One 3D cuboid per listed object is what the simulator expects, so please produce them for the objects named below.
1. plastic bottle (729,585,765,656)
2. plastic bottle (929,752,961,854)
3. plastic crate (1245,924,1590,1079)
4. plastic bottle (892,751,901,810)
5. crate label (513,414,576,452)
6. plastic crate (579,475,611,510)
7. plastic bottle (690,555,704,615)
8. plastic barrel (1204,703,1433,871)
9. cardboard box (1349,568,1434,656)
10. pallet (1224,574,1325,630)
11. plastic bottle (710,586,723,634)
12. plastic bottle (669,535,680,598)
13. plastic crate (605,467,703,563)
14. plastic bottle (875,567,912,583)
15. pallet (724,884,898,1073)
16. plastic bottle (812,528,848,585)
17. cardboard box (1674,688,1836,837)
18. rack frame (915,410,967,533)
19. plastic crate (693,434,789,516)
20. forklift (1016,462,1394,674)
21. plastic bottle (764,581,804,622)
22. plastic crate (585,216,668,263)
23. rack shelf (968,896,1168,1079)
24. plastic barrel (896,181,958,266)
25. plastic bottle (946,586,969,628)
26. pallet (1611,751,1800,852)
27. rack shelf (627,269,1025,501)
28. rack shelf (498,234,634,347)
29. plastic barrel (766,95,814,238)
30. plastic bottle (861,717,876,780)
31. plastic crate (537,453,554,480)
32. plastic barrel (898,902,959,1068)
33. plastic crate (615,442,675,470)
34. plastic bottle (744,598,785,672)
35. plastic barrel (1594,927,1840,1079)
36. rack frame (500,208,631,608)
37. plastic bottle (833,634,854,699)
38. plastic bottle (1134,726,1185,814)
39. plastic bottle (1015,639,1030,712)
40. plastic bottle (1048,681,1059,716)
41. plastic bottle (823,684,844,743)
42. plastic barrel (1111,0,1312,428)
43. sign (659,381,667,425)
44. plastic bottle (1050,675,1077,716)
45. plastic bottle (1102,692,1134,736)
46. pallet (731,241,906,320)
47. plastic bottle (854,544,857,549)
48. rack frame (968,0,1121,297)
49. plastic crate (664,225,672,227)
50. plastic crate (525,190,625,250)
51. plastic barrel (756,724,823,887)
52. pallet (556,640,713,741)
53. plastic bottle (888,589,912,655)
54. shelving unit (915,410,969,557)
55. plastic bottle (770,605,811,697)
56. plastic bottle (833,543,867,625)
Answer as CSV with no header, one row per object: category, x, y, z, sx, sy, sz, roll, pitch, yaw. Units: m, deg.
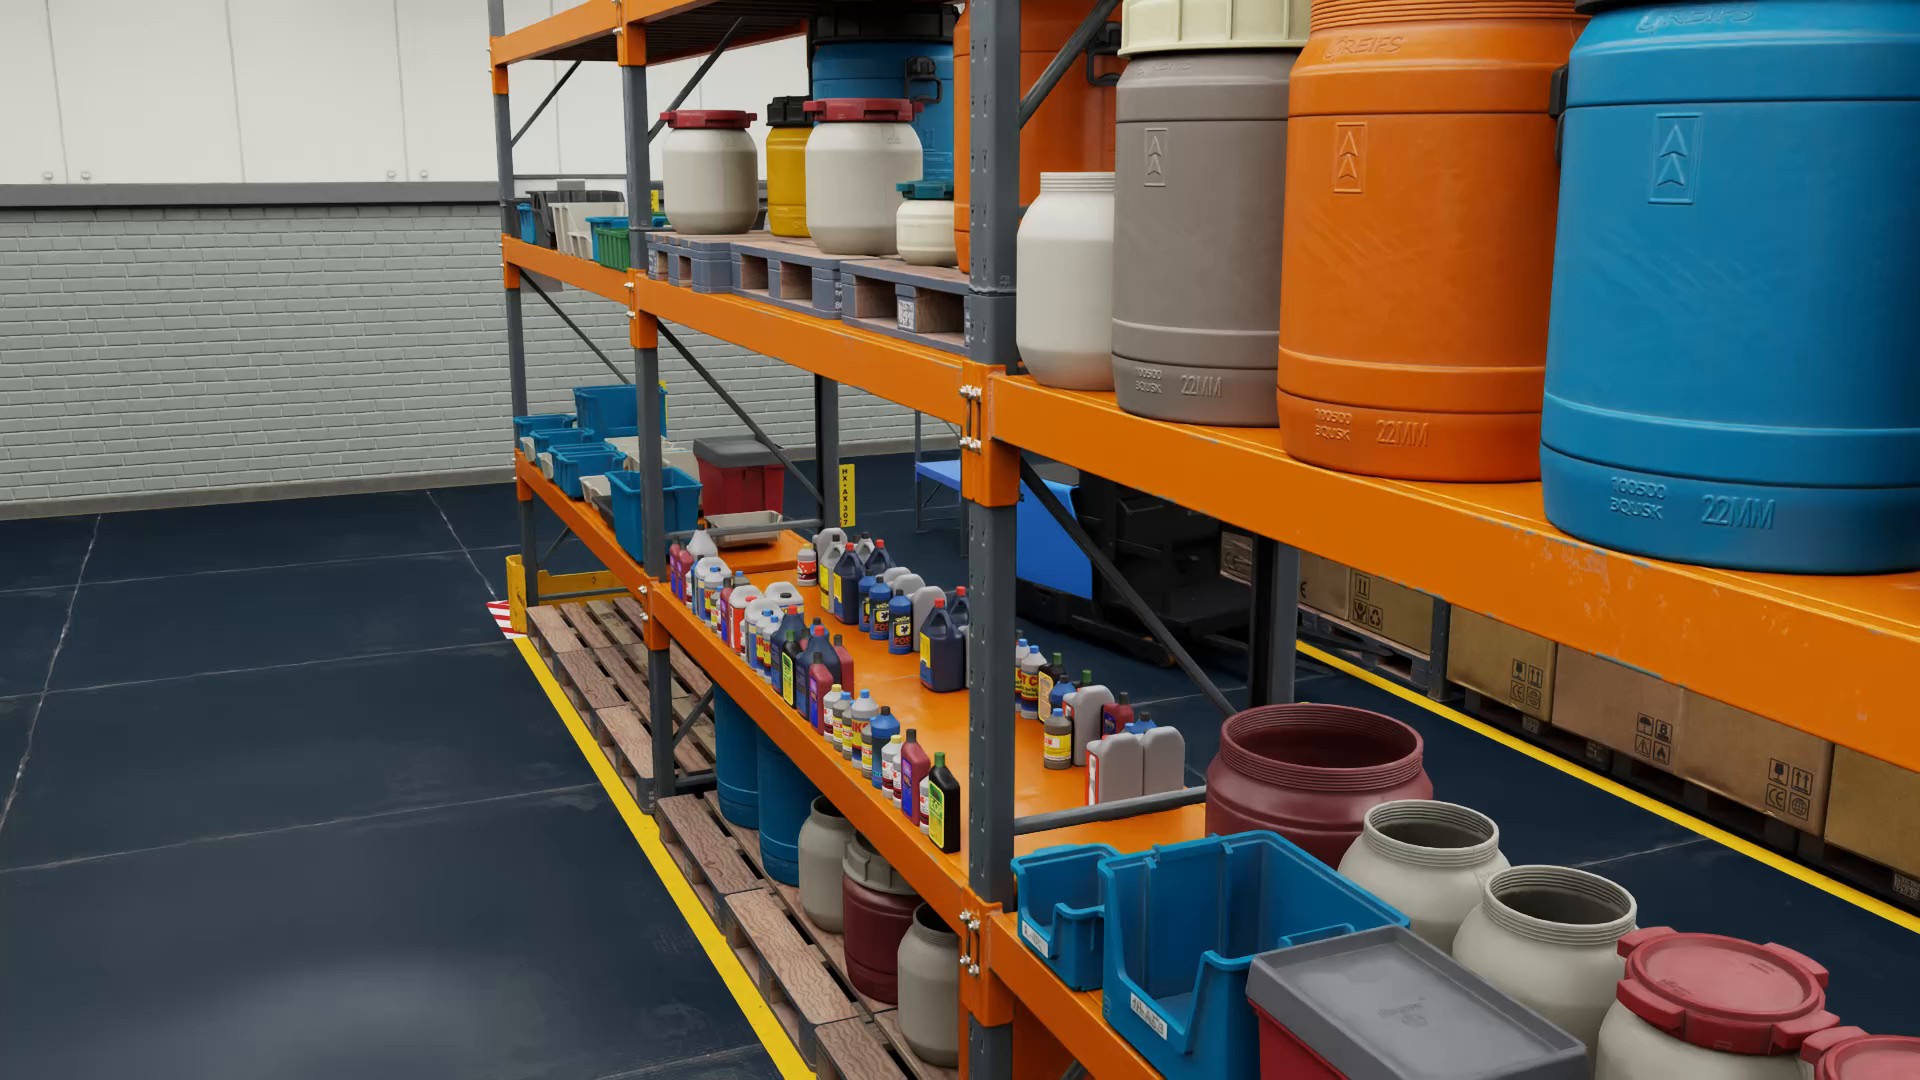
plastic bottle,-0.889,0.338,7.034,0.152,0.276,0.135,-6,14,-23
plastic bottle,-0.047,0.794,5.046,0.061,0.283,0.133,-6,14,-23
plastic crate,0.873,1.112,3.269,0.402,0.464,0.583,-6,14,-23
plastic bottle,-0.169,0.761,5.371,0.097,0.201,0.097,0,13,0
crate label,-2.902,-0.738,11.643,0.416,0.233,0.303,-6,14,-23
plastic crate,-2.070,-0.278,9.869,0.293,0.136,0.466,-6,14,-23
plastic bottle,-1.185,0.203,7.628,0.097,0.271,0.097,0,13,0
plastic barrel,0.969,0.784,4.527,0.600,0.536,0.708,-6,14,-23
cardboard box,3.251,0.195,11.154,0.875,0.875,0.875,-6,14,-23
pallet,2.716,0.450,12.456,1.003,0.211,1.213,-6,14,-23
plastic bottle,-1.053,0.305,7.341,0.097,0.201,0.097,0,13,0
plastic bottle,-1.341,0.127,7.928,0.061,0.283,0.133,-6,14,-23
plastic crate,-1.596,-0.131,8.687,0.392,0.384,0.575,-6,14,-23
plastic bottle,-0.294,0.248,7.421,0.152,0.276,0.135,-6,14,-23
pallet,-0.333,1.730,6.927,1.003,0.211,1.213,-6,14,-23
plastic bottle,-0.643,0.068,8.197,0.152,0.276,0.135,-6,14,-23
cardboard box,4.437,0.836,8.386,1.225,0.875,0.875,-6,14,-23
rack frame,-0.169,-0.818,15.078,0.500,1.500,0.032,-6,14,-23
plastic crate,-1.224,-0.312,9.290,0.402,0.464,0.583,-6,14,-23
forklift,1.599,-0.697,11.382,1.130,2.935,3.031,-10,16,-37
plastic bottle,-0.750,0.324,7.094,0.152,0.276,0.135,-6,14,-23
plastic crate,-1.754,-1.583,8.777,0.416,0.233,0.300,-6,14,-23
rack shelf,1.307,1.546,3.134,1.077,0.370,4.000,-6,14,-23
plastic barrel,-0.058,-1.025,5.368,0.301,0.262,0.301,0,13,0
plastic bottle,0.013,0.368,6.738,0.144,0.351,0.185,-6,14,-23
pallet,4.312,1.272,8.906,1.003,0.211,1.213,-6,14,-23
rack shelf,-0.295,-0.742,6.366,1.077,0.370,4.000,-6,14,-23
rack shelf,-1.898,-1.568,9.937,1.077,0.370,4.000,-6,14,-23
plastic barrel,-0.545,-1.632,7.266,0.600,0.588,0.600,0,13,0
plastic bottle,-0.286,0.700,5.632,0.097,0.201,0.097,0,13,0
plastic crate,-2.577,-0.477,10.729,0.250,0.136,0.298,-6,14,-23
plastic barrel,-0.014,1.581,5.970,0.421,0.512,0.421,0,13,0
plastic crate,-2.103,-0.558,11.081,0.396,0.136,0.243,-6,14,-23
plastic bottle,-0.796,0.385,6.827,0.152,0.276,0.135,-6,14,-23
plastic barrel,1.459,1.084,3.233,0.433,0.535,0.433,0,13,0
rack frame,-2.699,-0.871,11.979,1.000,3.000,0.127,-6,14,-23
plastic bottle,-0.447,0.507,6.287,0.061,0.283,0.133,-6,14,-23
plastic bottle,0.629,0.724,5.364,0.152,0.276,0.135,-6,14,-23
plastic bottle,0.237,0.509,6.304,0.097,0.271,0.097,0,13,0
plastic bottle,0.368,0.611,6.019,0.097,0.201,0.097,0,13,0
plastic bottle,-0.442,0.620,5.979,0.097,0.201,0.097,0,13,0
plastic barrel,0.636,-0.734,3.625,0.600,0.901,0.600,0,13,0
sign,-2.201,-1.003,12.190,0.100,0.325,0.005,-6,14,-23
plastic bottle,0.366,0.610,5.868,0.097,0.271,0.097,0,13,0
plastic bottle,0.539,0.648,5.675,0.061,0.283,0.133,-6,14,-23
pallet,-0.236,-1.026,6.419,1.003,0.211,1.213,-6,14,-23
plastic bottle,-0.496,0.144,7.871,0.152,0.276,0.135,-6,14,-23
rack frame,0.506,-2.141,4.162,1.000,3.000,0.127,-6,14,-23
plastic crate,-1.644,-1.799,9.923,0.437,0.136,0.530,-6,14,-23
plastic crate,-2.339,-1.961,10.177,0.504,0.338,0.767,-6,14,-23
plastic barrel,-0.611,1.034,7.474,0.600,0.901,0.708,-6,14,-23
pallet,-1.919,0.913,10.455,1.003,0.211,1.213,-6,14,-23
plastic bottle,-0.254,0.341,7.029,0.097,0.271,0.097,0,13,0
shelving unit,0.034,-0.713,14.625,0.538,1.500,1.048,-6,14,-23
plastic bottle,-0.658,0.423,6.501,0.144,0.351,0.185,-6,14,-23
plastic bottle,-0.487,0.191,7.500,0.144,0.351,0.185,-6,14,-23
